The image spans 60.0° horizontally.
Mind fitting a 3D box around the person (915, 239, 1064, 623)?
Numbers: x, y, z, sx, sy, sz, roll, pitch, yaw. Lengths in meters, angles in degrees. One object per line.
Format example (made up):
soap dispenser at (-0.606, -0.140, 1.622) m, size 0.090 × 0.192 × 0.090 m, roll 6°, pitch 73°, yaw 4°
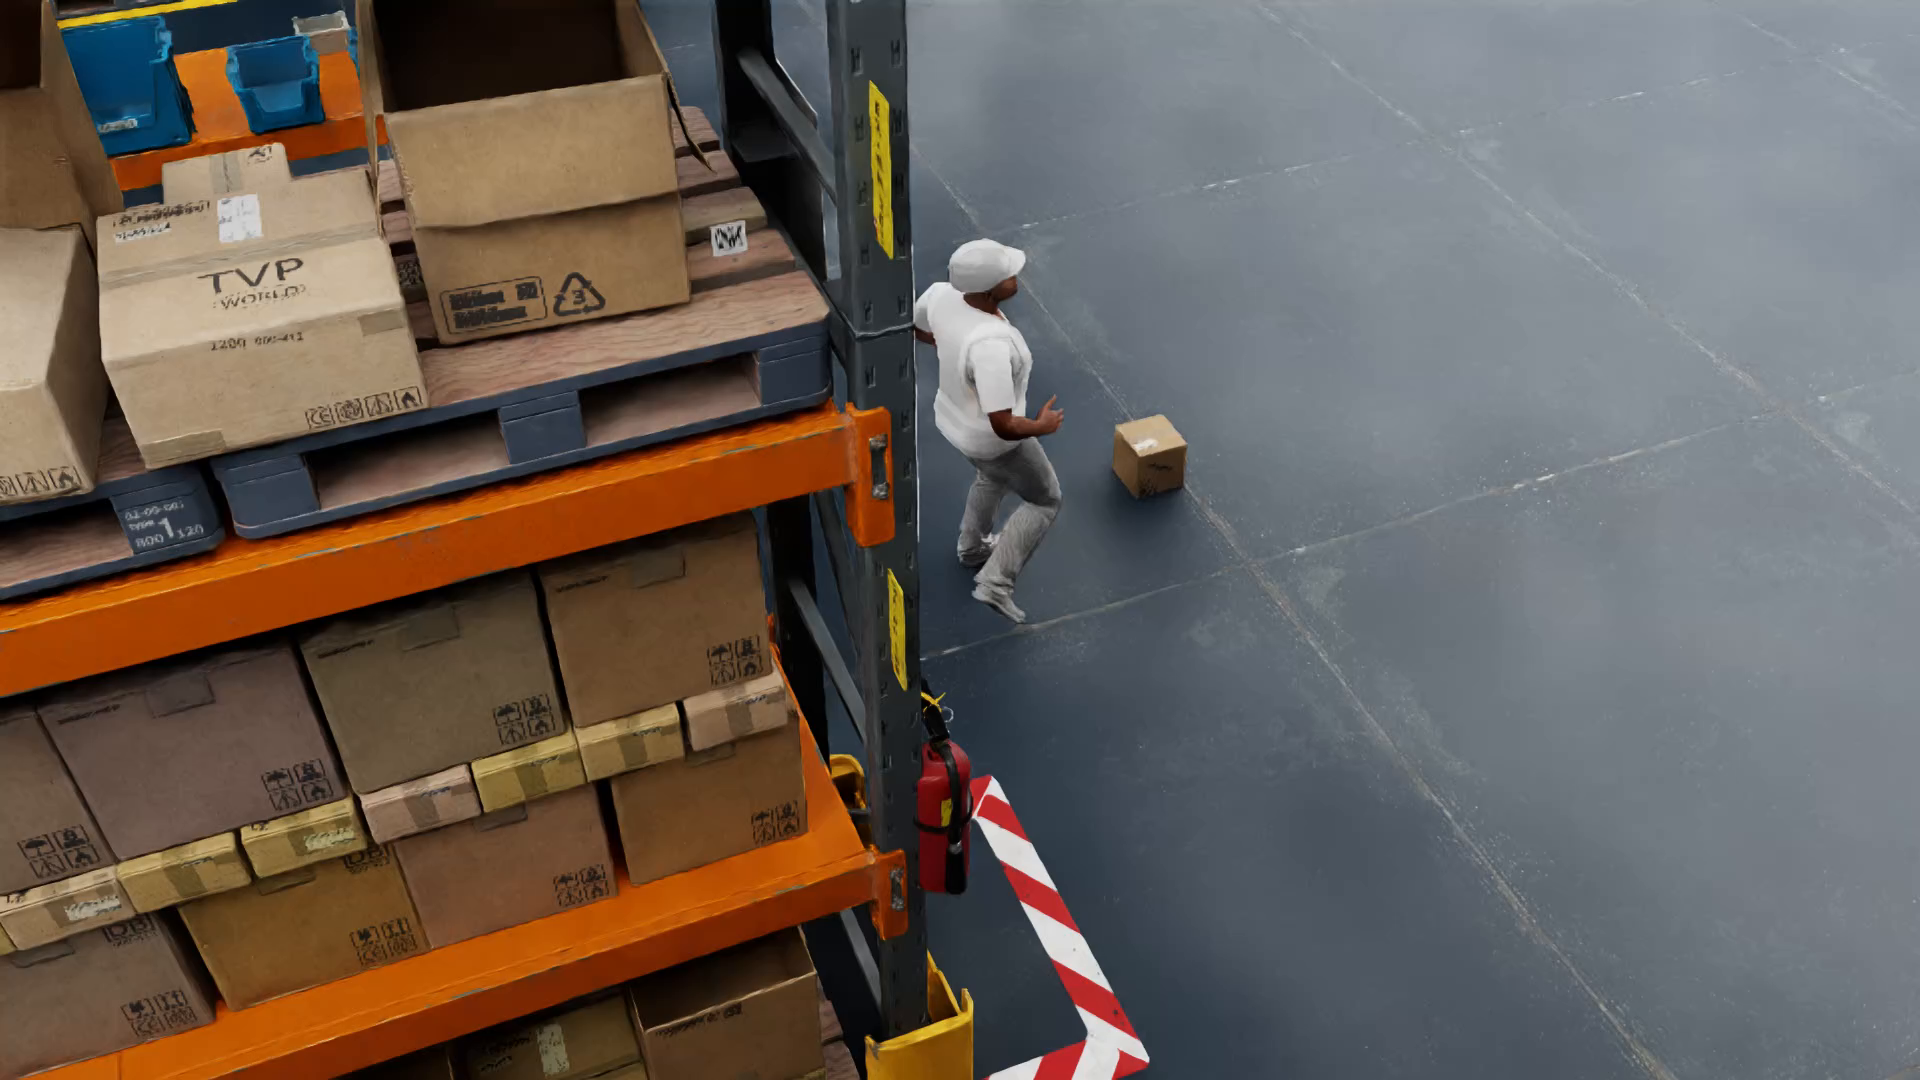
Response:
person at (0.118, -0.482, 6.710) m, size 0.502 × 1.733 × 0.801 m, roll -21°, pitch 46°, yaw -22°
